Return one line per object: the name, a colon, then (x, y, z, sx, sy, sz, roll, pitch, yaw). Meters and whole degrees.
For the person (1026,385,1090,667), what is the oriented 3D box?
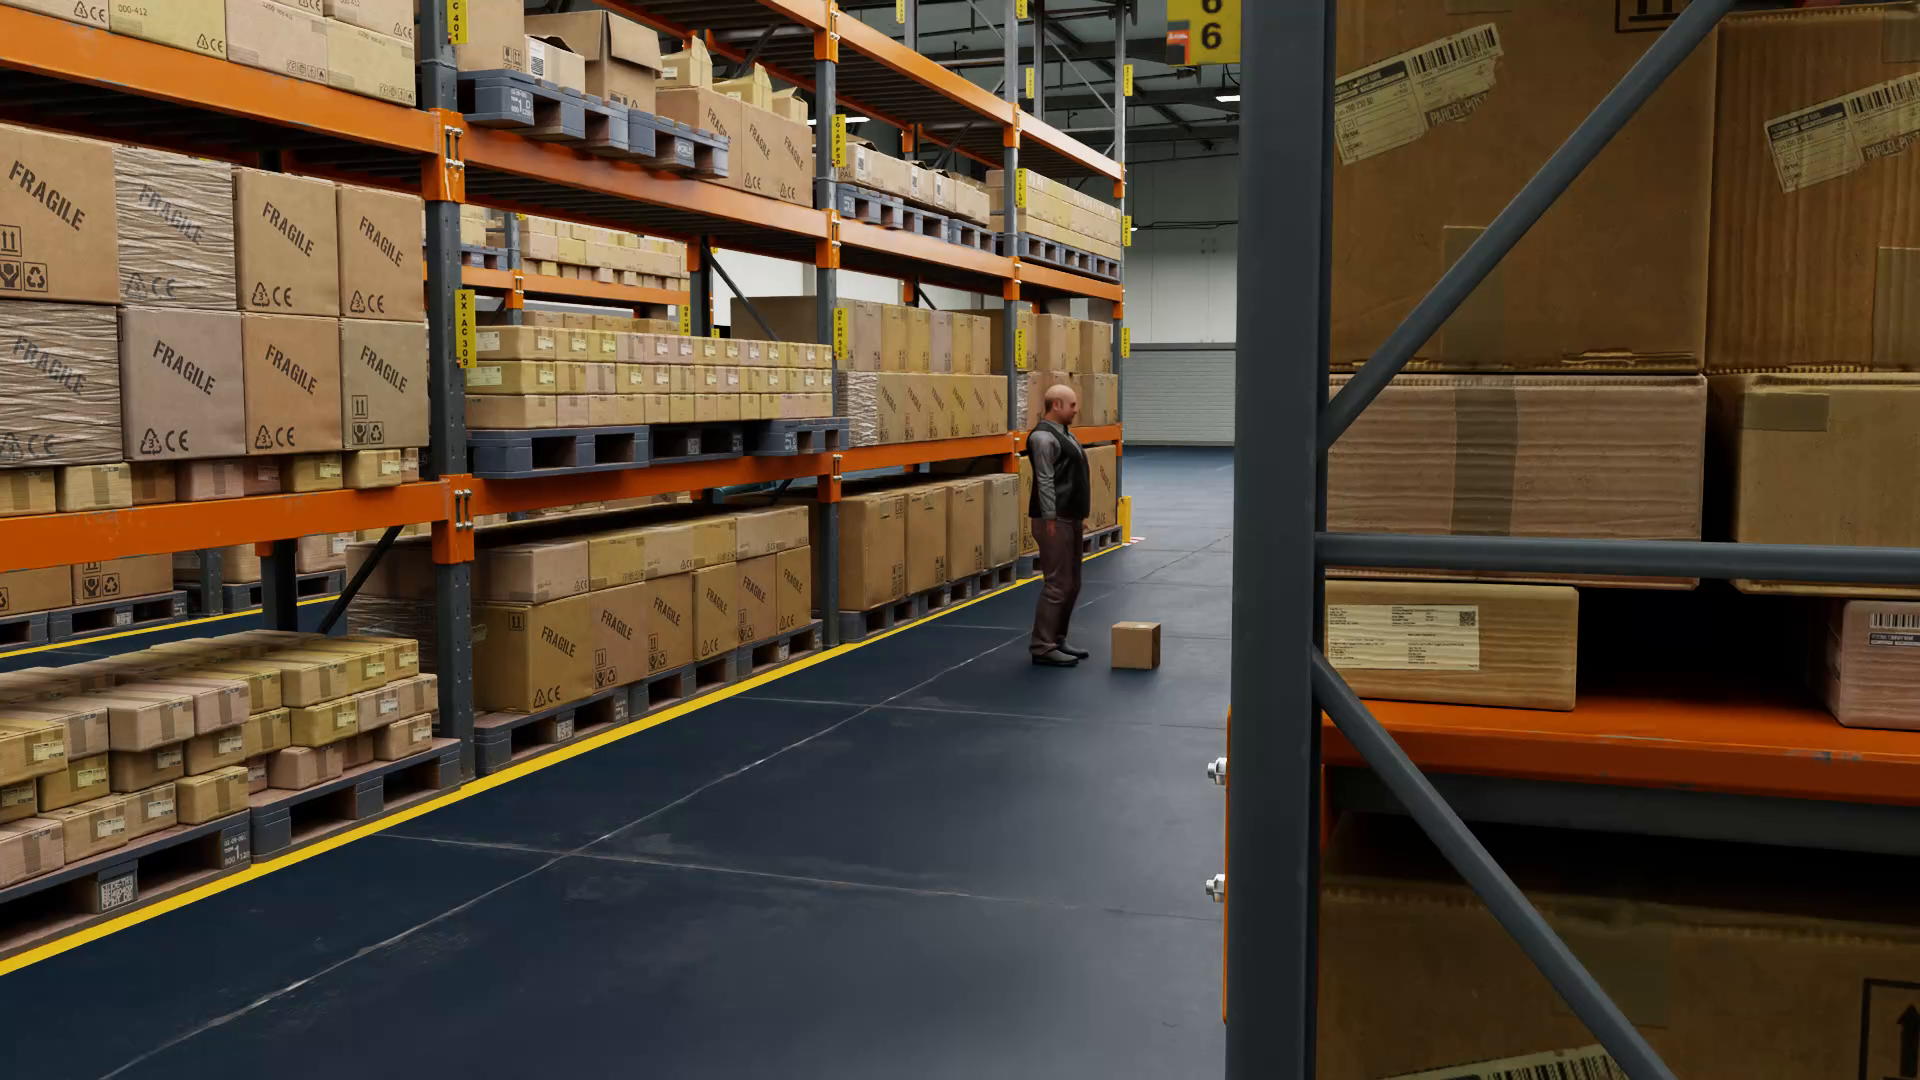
person: (0.618, -0.100, 10.288, 0.358, 1.714, 0.533, 2, 5, 20)
